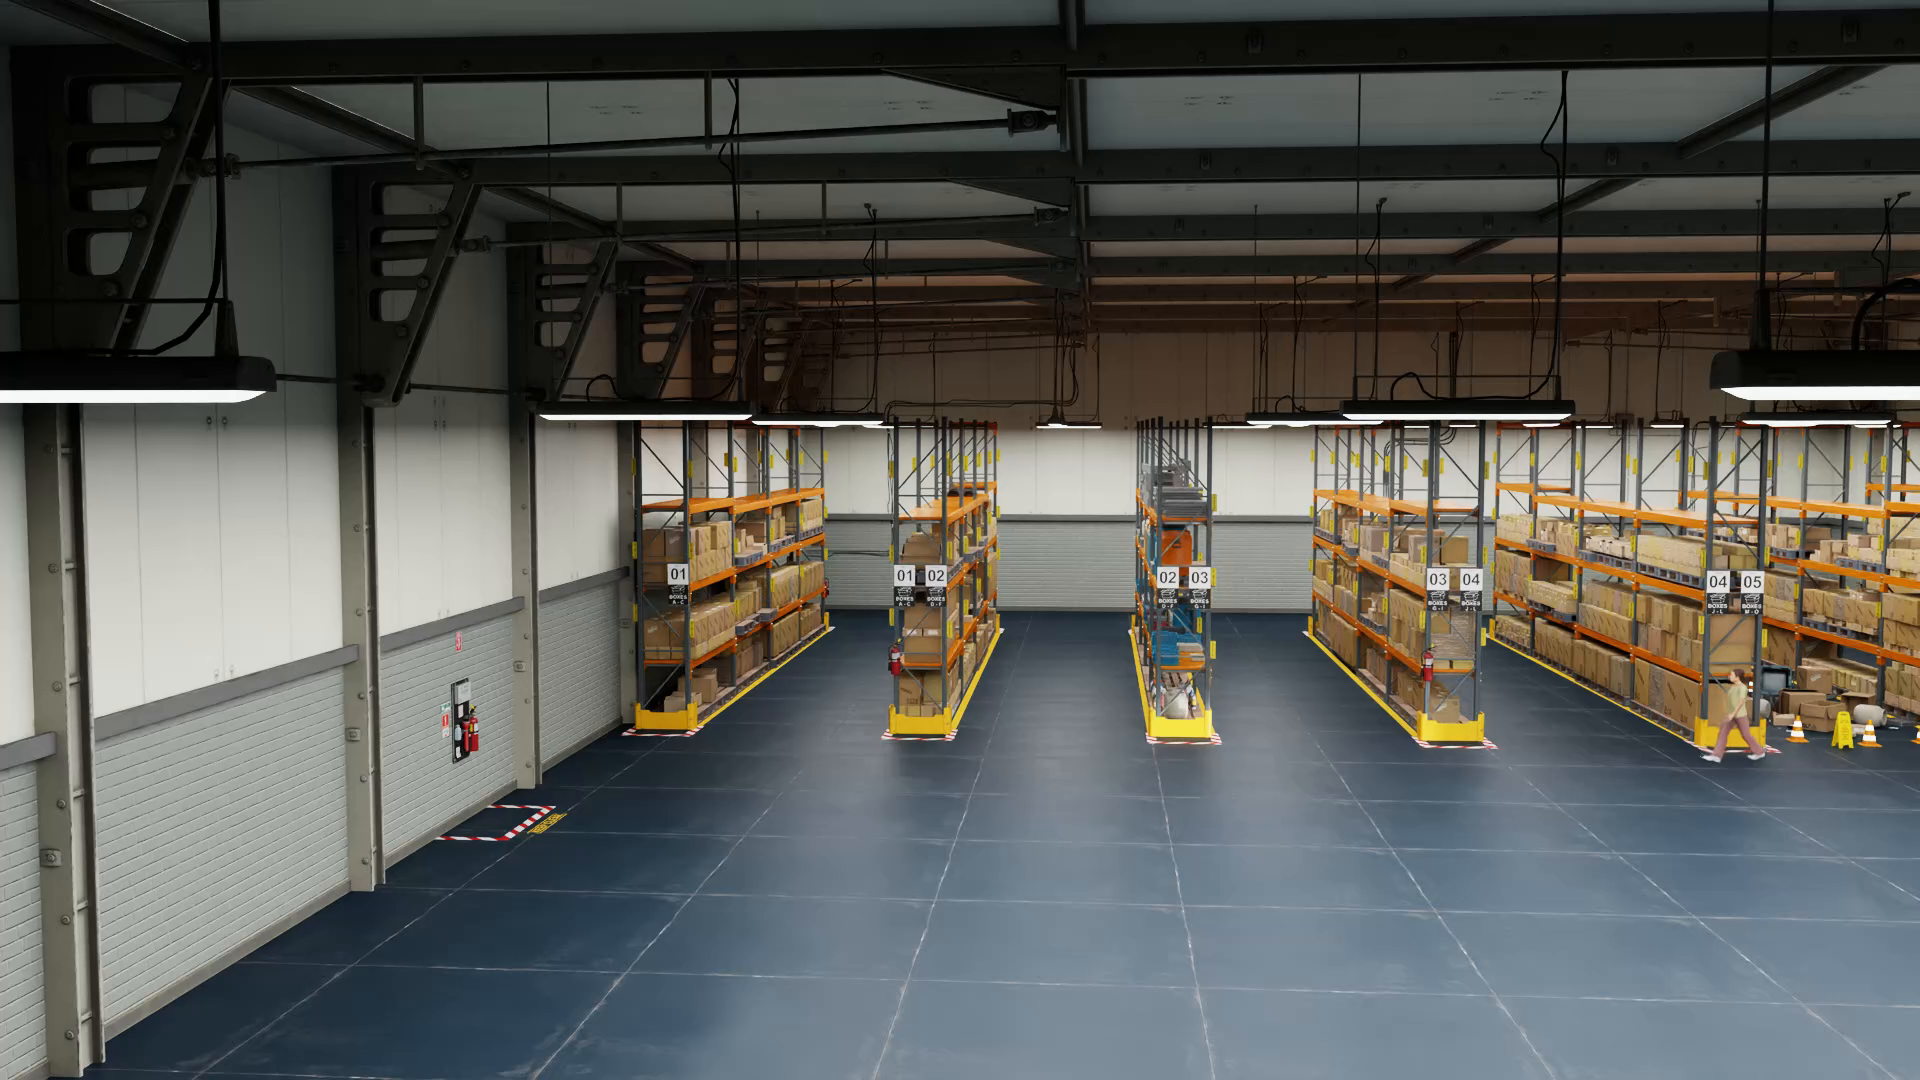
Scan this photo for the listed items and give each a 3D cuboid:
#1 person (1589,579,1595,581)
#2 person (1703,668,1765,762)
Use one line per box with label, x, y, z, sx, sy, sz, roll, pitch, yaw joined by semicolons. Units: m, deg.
person;17.377;1.888;45.898;0.607;1.620;0.955;-2;4;-32
person;13.401;3.031;28.703;1.024;1.630;0.418;-1;4;-14
